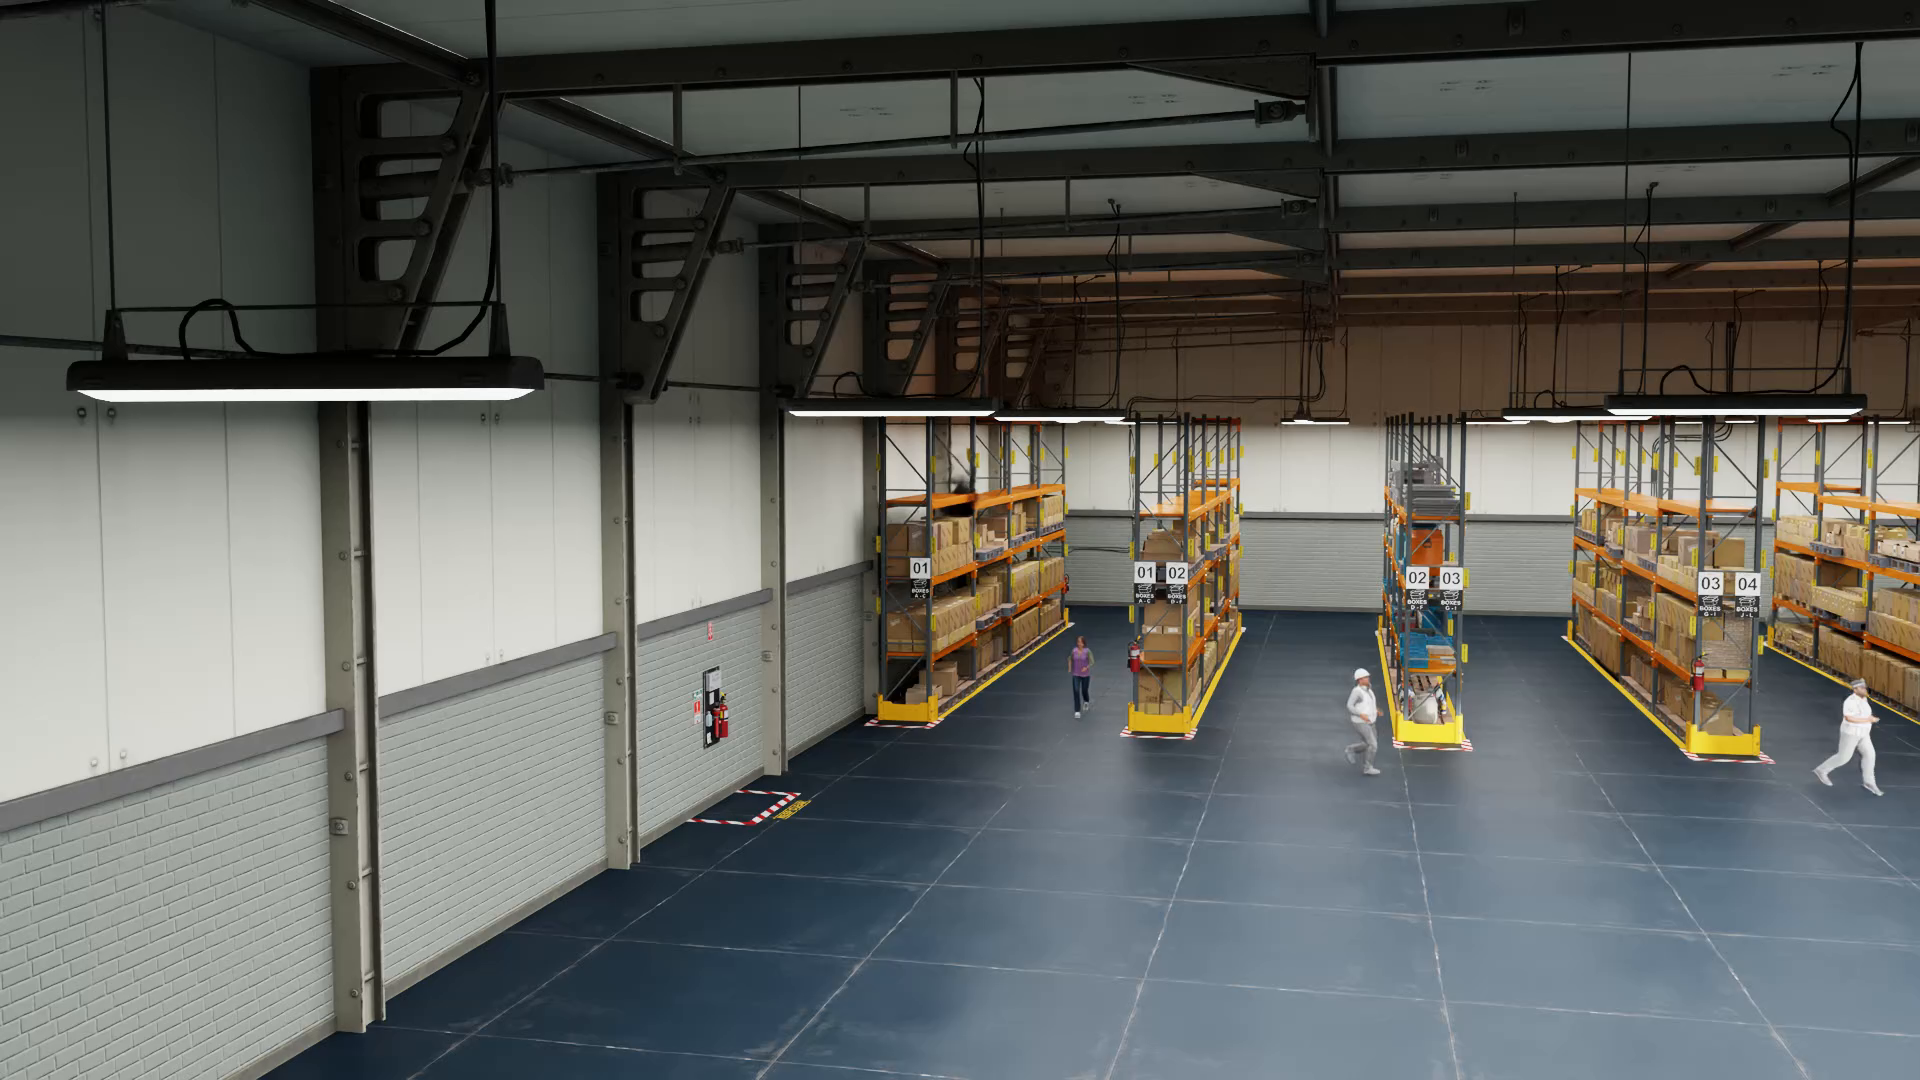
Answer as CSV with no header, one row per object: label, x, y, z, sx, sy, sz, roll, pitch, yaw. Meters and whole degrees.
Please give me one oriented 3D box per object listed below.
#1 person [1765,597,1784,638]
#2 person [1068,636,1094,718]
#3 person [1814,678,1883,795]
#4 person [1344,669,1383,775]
person,22.013,1.879,44.900,0.554,1.597,0.655,3,5,36
person,2.393,2.691,32.954,0.559,1.586,0.855,1,4,15
person,14.054,3.064,26.213,0.671,1.825,0.963,-3,5,-35
person,6.657,2.996,27.543,0.704,1.728,0.663,3,5,40
